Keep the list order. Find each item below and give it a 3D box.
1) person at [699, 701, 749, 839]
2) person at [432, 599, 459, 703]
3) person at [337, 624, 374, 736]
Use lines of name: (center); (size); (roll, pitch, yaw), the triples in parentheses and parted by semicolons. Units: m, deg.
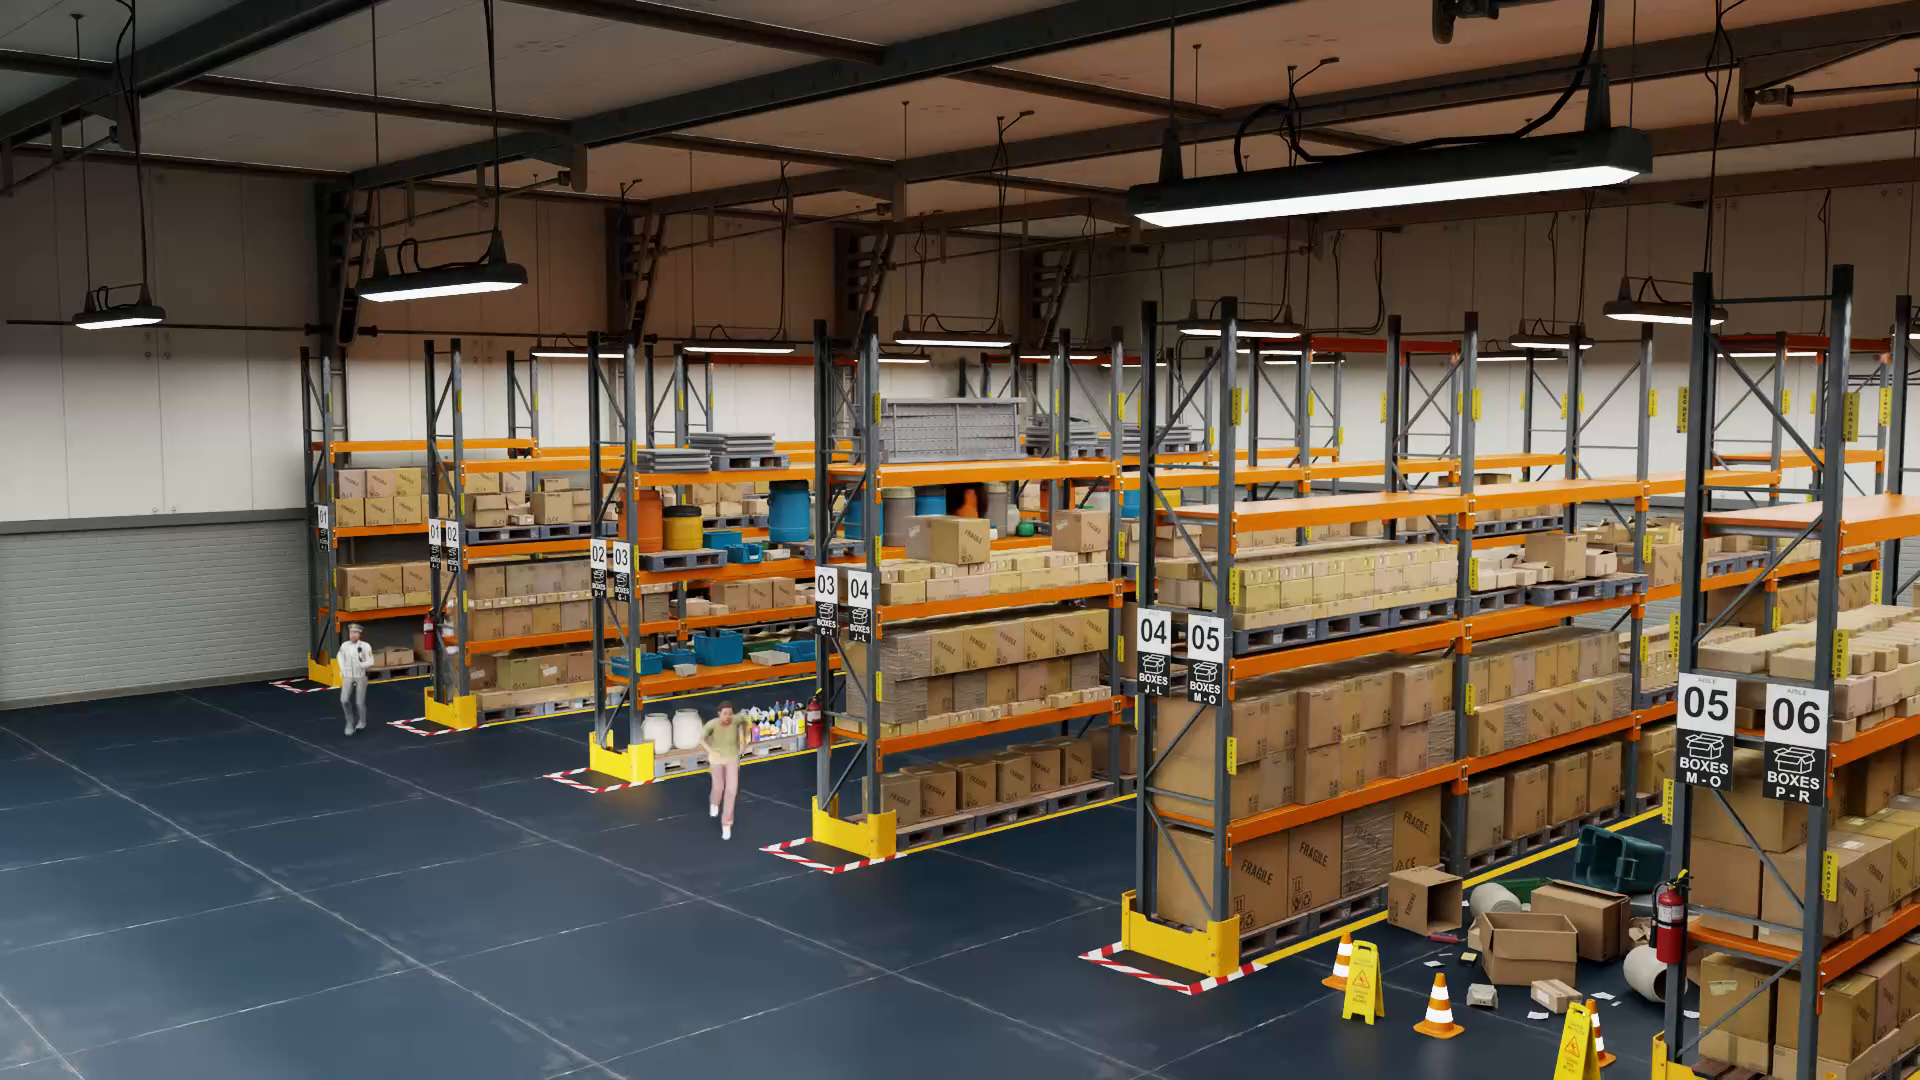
person: (-2.824, 2.652, 19.752); (0.614, 1.625, 1.004); (-2, 5, -21)
person: (-8.481, 1.854, 27.602); (0.637, 1.740, 0.659); (3, 6, 31)
person: (-9.185, 2.114, 25.230); (0.588, 1.716, 0.695); (-1, 5, -7)
